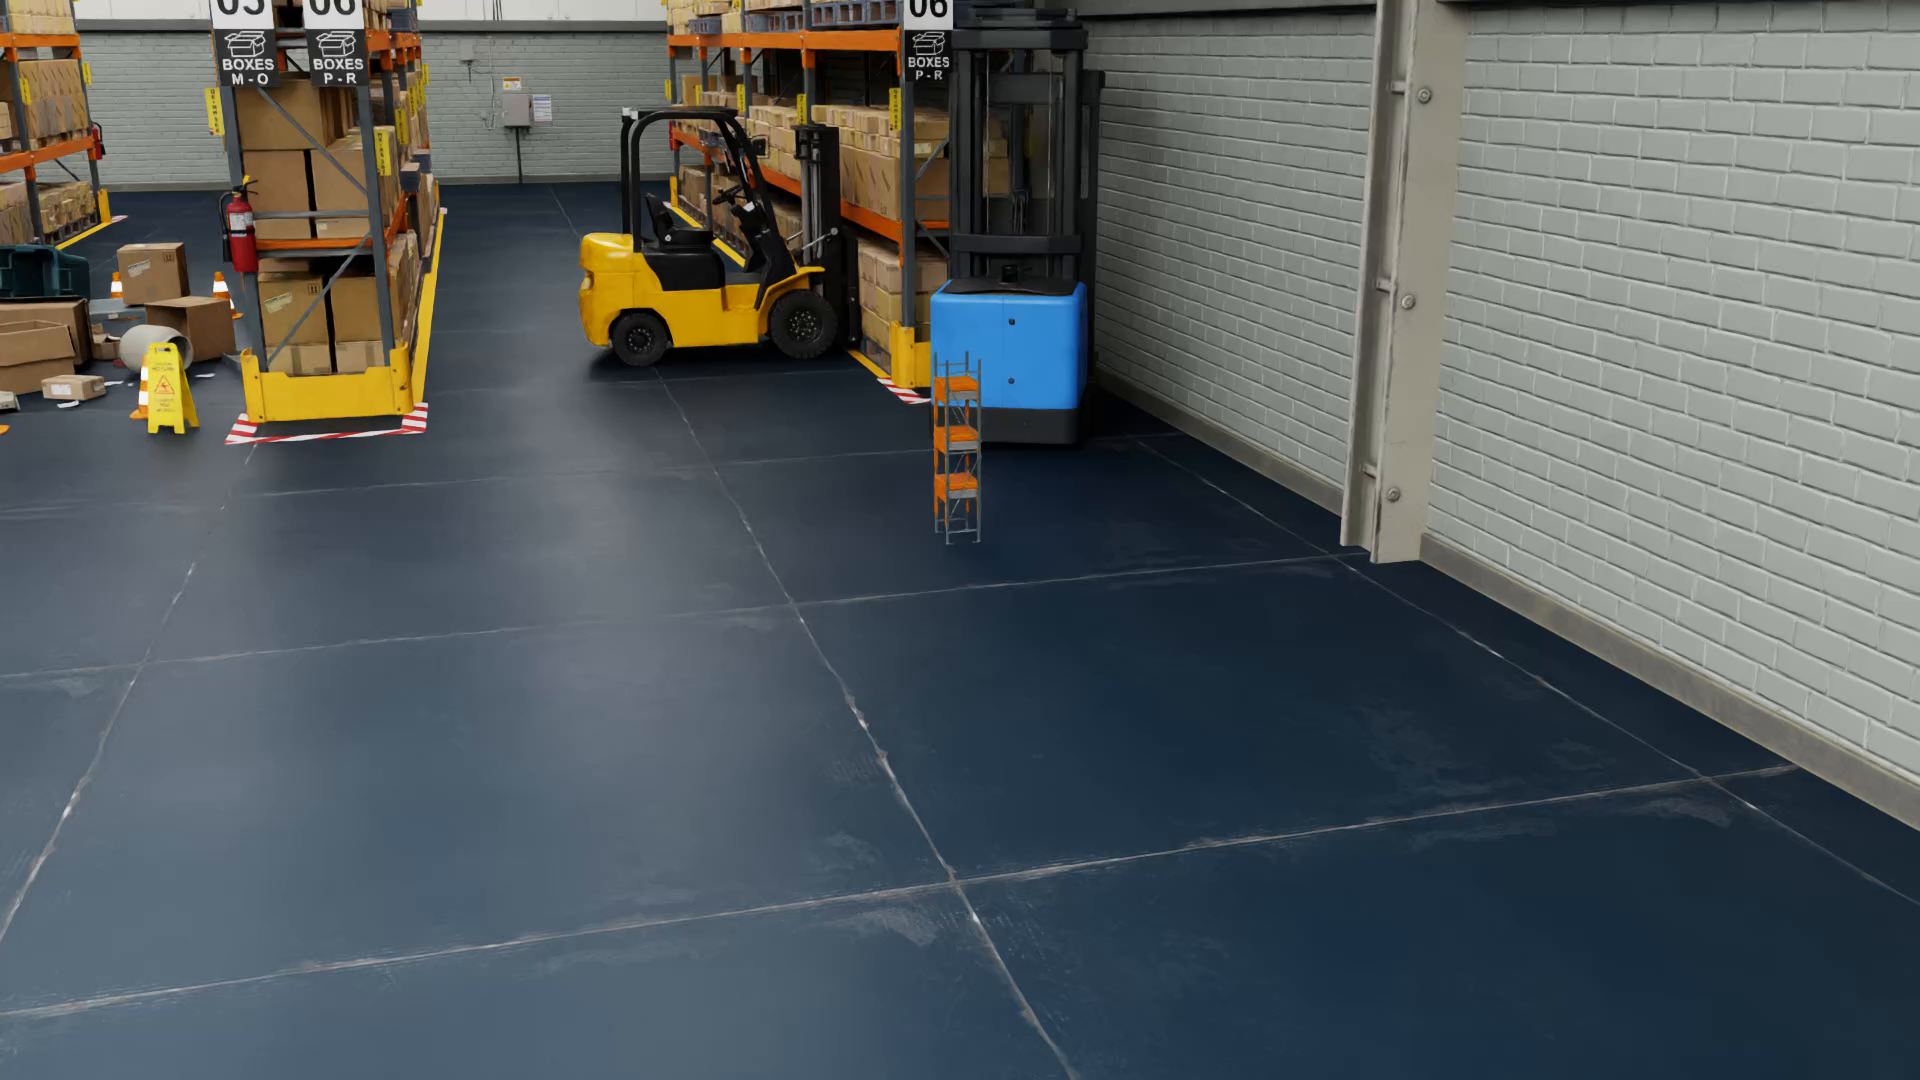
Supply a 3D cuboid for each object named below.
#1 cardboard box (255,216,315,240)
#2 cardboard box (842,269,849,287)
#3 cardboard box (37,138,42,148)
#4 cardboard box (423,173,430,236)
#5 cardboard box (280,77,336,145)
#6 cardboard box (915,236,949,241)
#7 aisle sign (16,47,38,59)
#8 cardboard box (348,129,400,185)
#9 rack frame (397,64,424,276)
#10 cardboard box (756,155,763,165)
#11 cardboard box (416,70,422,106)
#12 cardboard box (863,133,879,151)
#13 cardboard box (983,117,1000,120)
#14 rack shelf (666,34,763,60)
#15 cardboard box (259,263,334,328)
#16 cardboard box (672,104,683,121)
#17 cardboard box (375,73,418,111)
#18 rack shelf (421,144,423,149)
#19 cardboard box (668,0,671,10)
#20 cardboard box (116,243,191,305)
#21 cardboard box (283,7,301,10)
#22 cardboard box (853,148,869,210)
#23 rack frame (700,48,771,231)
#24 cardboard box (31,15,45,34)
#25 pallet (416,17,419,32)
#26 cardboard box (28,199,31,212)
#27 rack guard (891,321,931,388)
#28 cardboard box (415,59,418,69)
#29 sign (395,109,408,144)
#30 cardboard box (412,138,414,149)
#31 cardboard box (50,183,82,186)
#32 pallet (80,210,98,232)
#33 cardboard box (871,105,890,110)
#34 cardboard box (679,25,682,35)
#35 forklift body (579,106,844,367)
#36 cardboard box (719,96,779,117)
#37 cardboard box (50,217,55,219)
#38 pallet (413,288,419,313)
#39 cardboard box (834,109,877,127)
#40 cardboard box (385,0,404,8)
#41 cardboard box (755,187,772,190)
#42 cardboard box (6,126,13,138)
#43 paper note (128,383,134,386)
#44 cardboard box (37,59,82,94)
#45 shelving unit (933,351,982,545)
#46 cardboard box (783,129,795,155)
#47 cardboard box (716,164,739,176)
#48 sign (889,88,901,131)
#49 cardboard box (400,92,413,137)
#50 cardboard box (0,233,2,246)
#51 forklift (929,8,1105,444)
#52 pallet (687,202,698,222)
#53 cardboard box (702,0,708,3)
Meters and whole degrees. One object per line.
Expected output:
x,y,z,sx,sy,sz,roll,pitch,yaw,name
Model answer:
-5.060,-2.343,12.476,0.380,0.149,0.250,-4,17,-13,cardboard box
-0.838,-2.424,15.487,0.500,0.250,0.500,-5,17,-15,cardboard box
-12.880,-5.472,22.891,0.380,0.149,0.250,-6,18,-18,cardboard box
-7.547,-4.466,22.068,0.875,0.875,0.875,-4,17,-14,cardboard box
-5.234,-3.311,12.832,0.700,0.500,0.500,-5,17,-15,cardboard box
-0.333,-2.701,15.542,0.500,0.250,0.500,-5,17,-16,cardboard box
-14.189,-7.625,25.104,0.394,0.787,0.004,-5,17,-15,aisle sign
-5.342,-3.429,14.962,0.500,0.500,0.500,-4,17,-13,cardboard box
-6.951,-4.590,19.519,1.000,3.000,0.127,-5,17,-15,rack frame
-2.159,-4.630,19.913,0.500,0.250,0.500,-5,17,-16,cardboard box
-8.211,-6.657,24.487,0.500,0.500,0.500,-4,17,-14,cardboard box
-0.632,-3.487,14.547,0.380,0.149,0.250,-5,18,-17,cardboard box
0.120,-3.460,13.938,0.380,0.149,0.250,-4,17,-13,cardboard box
-3.828,-7.735,26.025,1.077,0.370,4.000,-5,17,-15,rack shelf
-5.370,-1.966,13.528,0.500,0.500,0.500,-4,17,-13,cardboard box
-4.512,-7.120,27.685,0.500,0.250,0.500,-5,17,-15,cardboard box
-7.536,-5.977,22.224,0.500,0.500,0.500,-4,17,-14,cardboard box
-7.500,-4.799,21.464,1.077,0.370,4.000,-5,17,-15,rack shelf
-4.497,-8.800,27.196,0.500,0.250,0.500,-5,17,-16,cardboard box
-7.554,-2.500,15.590,0.500,0.500,0.500,-5,17,-15,cardboard box
-5.276,-4.145,12.566,0.500,0.250,0.500,-5,17,-16,cardboard box
-0.643,-3.220,14.783,0.500,0.500,0.500,-5,17,-16,cardboard box
-3.278,-6.090,24.512,1.000,3.000,0.127,-5,17,-15,rack frame
-12.926,-7.074,22.835,0.500,0.250,0.500,-4,17,-13,cardboard box
-8.935,-7.993,25.786,1.003,0.211,1.213,-5,17,-15,pallet
-12.677,-4.509,22.442,0.380,0.149,0.250,-4,17,-13,cardboard box
0.026,-1.567,13.799,1.175,0.500,0.348,-5,17,-15,rack guard
-8.583,-7.351,25.670,0.380,0.149,0.250,-4,17,-14,cardboard box
-5.332,-3.943,15.860,0.100,0.325,0.005,-5,17,-15,sign
-6.379,-4.464,18.806,0.380,0.149,0.250,-5,17,-16,cardboard box
-13.478,-5.304,25.086,0.380,0.149,0.250,-4,17,-14,cardboard box
-13.671,-4.800,25.063,1.003,0.211,1.213,-5,17,-15,pallet
-0.672,-4.241,16.538,0.380,0.149,0.250,-5,17,-17,cardboard box
-4.186,-7.974,26.008,0.380,0.149,0.250,-5,17,-15,cardboard box
-2.256,-2.744,14.850,2.313,2.155,1.214,-5,17,-15,forklift body
-2.805,-5.671,22.208,0.797,0.503,0.637,-5,17,-17,cardboard box
-12.764,-4.377,23.036,0.380,0.149,0.250,-5,17,-16,cardboard box
-6.067,-2.363,16.953,1.003,0.211,1.213,-5,17,-15,pallet
-0.971,-3.982,15.677,0.380,0.149,0.250,-5,17,-16,cardboard box
-5.626,-5.243,16.008,0.500,0.250,0.500,-5,17,-17,cardboard box
-2.693,-4.564,21.920,0.380,0.149,0.250,-5,18,-17,cardboard box
-12.482,-5.264,21.468,0.380,0.149,0.250,-5,17,-17,cardboard box
-6.834,-1.283,13.705,0.032,0.001,0.123,-5,17,-15,paper note
-13.516,-6.946,24.933,0.500,0.500,0.500,-5,17,-16,cardboard box
-0.015,-0.518,9.350,0.215,1.050,0.252,-5,17,-15,shelving unit
-1.609,-4.302,17.951,0.500,0.250,0.500,-5,17,-17,cardboard box
-3.318,-5.359,24.048,0.380,0.149,0.250,-6,18,-18,cardboard box
-0.506,-3.400,13.131,0.100,0.325,0.005,-5,17,-15,sign
-6.406,-4.736,18.582,0.500,0.500,0.500,-5,17,-16,cardboard box
-11.918,-3.671,20.074,0.500,0.500,0.500,-5,17,-17,cardboard box
0.498,-2.438,12.475,1.130,2.935,3.031,2,17,8,forklift
-3.805,-5.282,26.671,1.003,0.211,1.213,-5,17,-15,pallet
-3.351,-7.470,22.907,0.380,0.149,0.250,-5,17,-16,cardboard box
